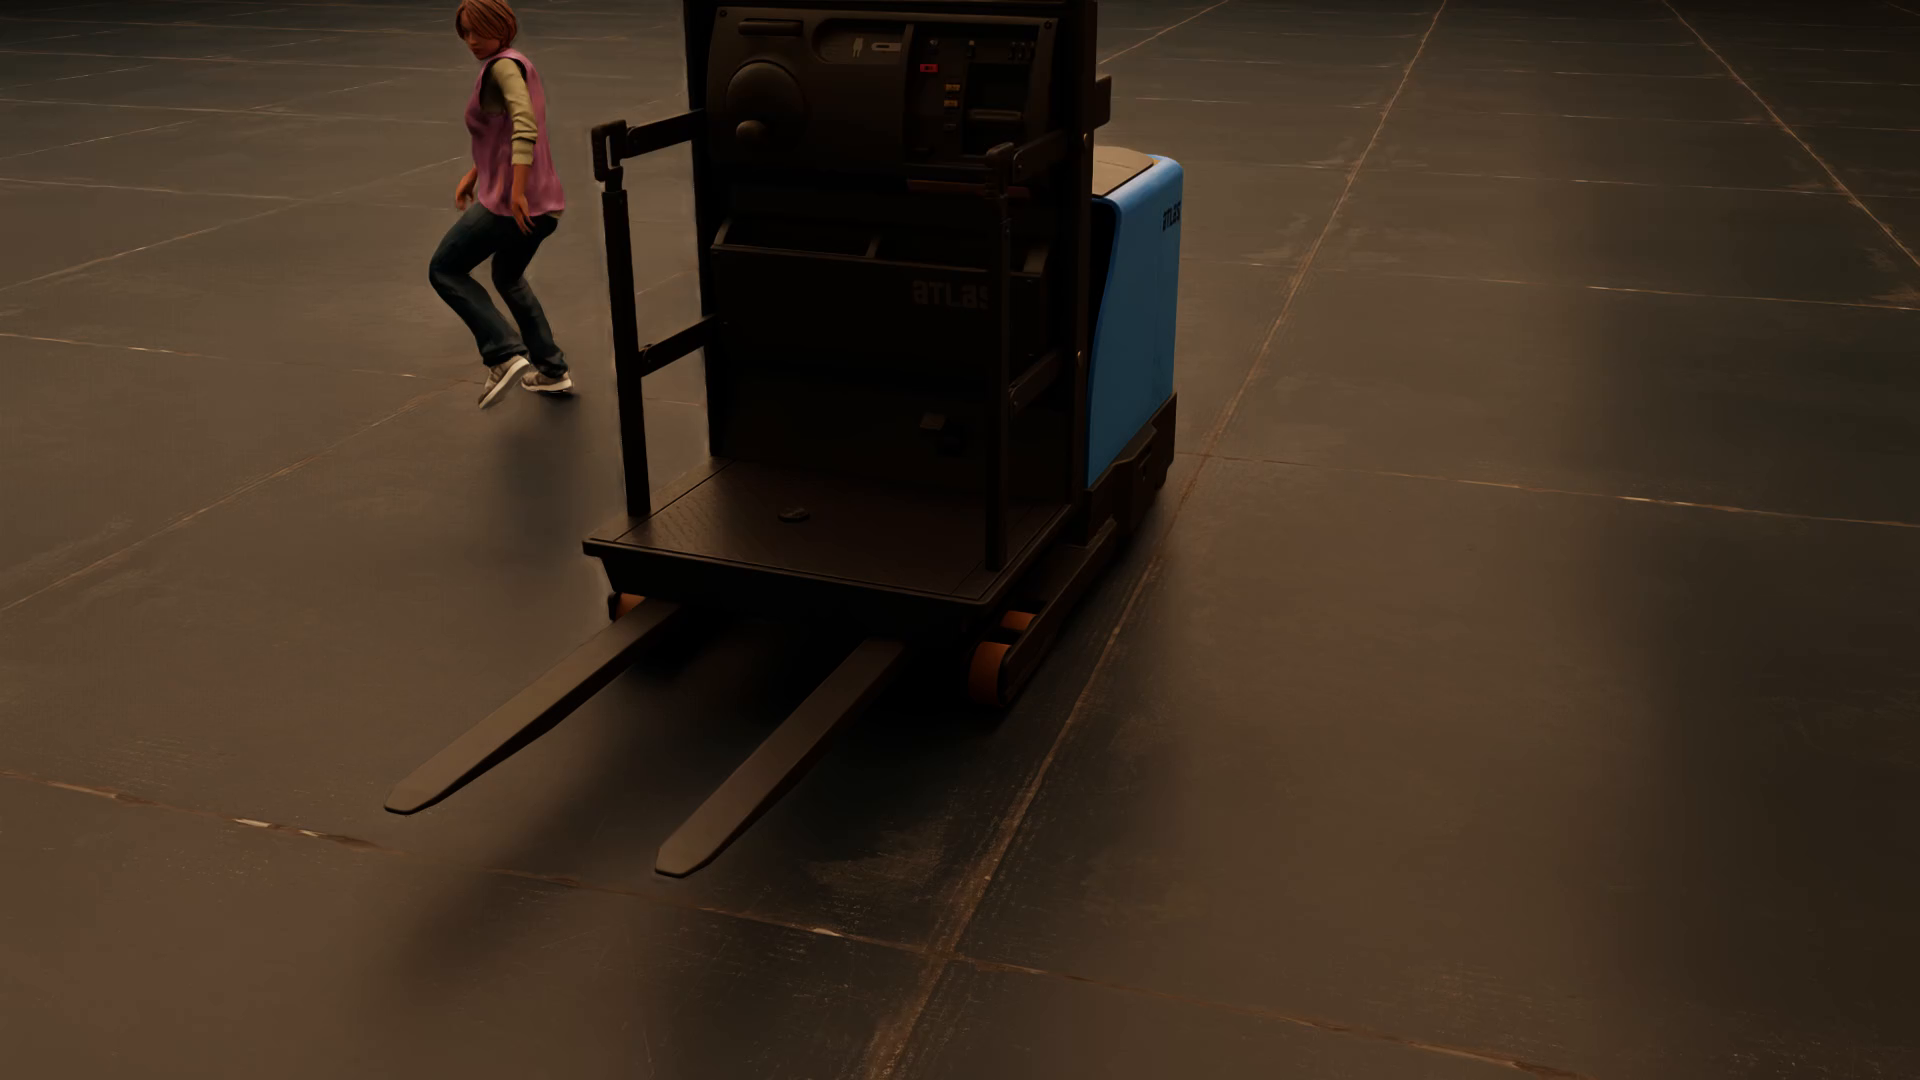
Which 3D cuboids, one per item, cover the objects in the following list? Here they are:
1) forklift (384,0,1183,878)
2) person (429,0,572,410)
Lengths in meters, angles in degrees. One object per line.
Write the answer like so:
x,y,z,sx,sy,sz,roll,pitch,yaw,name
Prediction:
-0.282,-1.118,3.987,1.130,2.935,3.031,8,24,19,forklift
-1.699,-1.239,6.158,0.580,1.512,0.648,6,23,13,person
